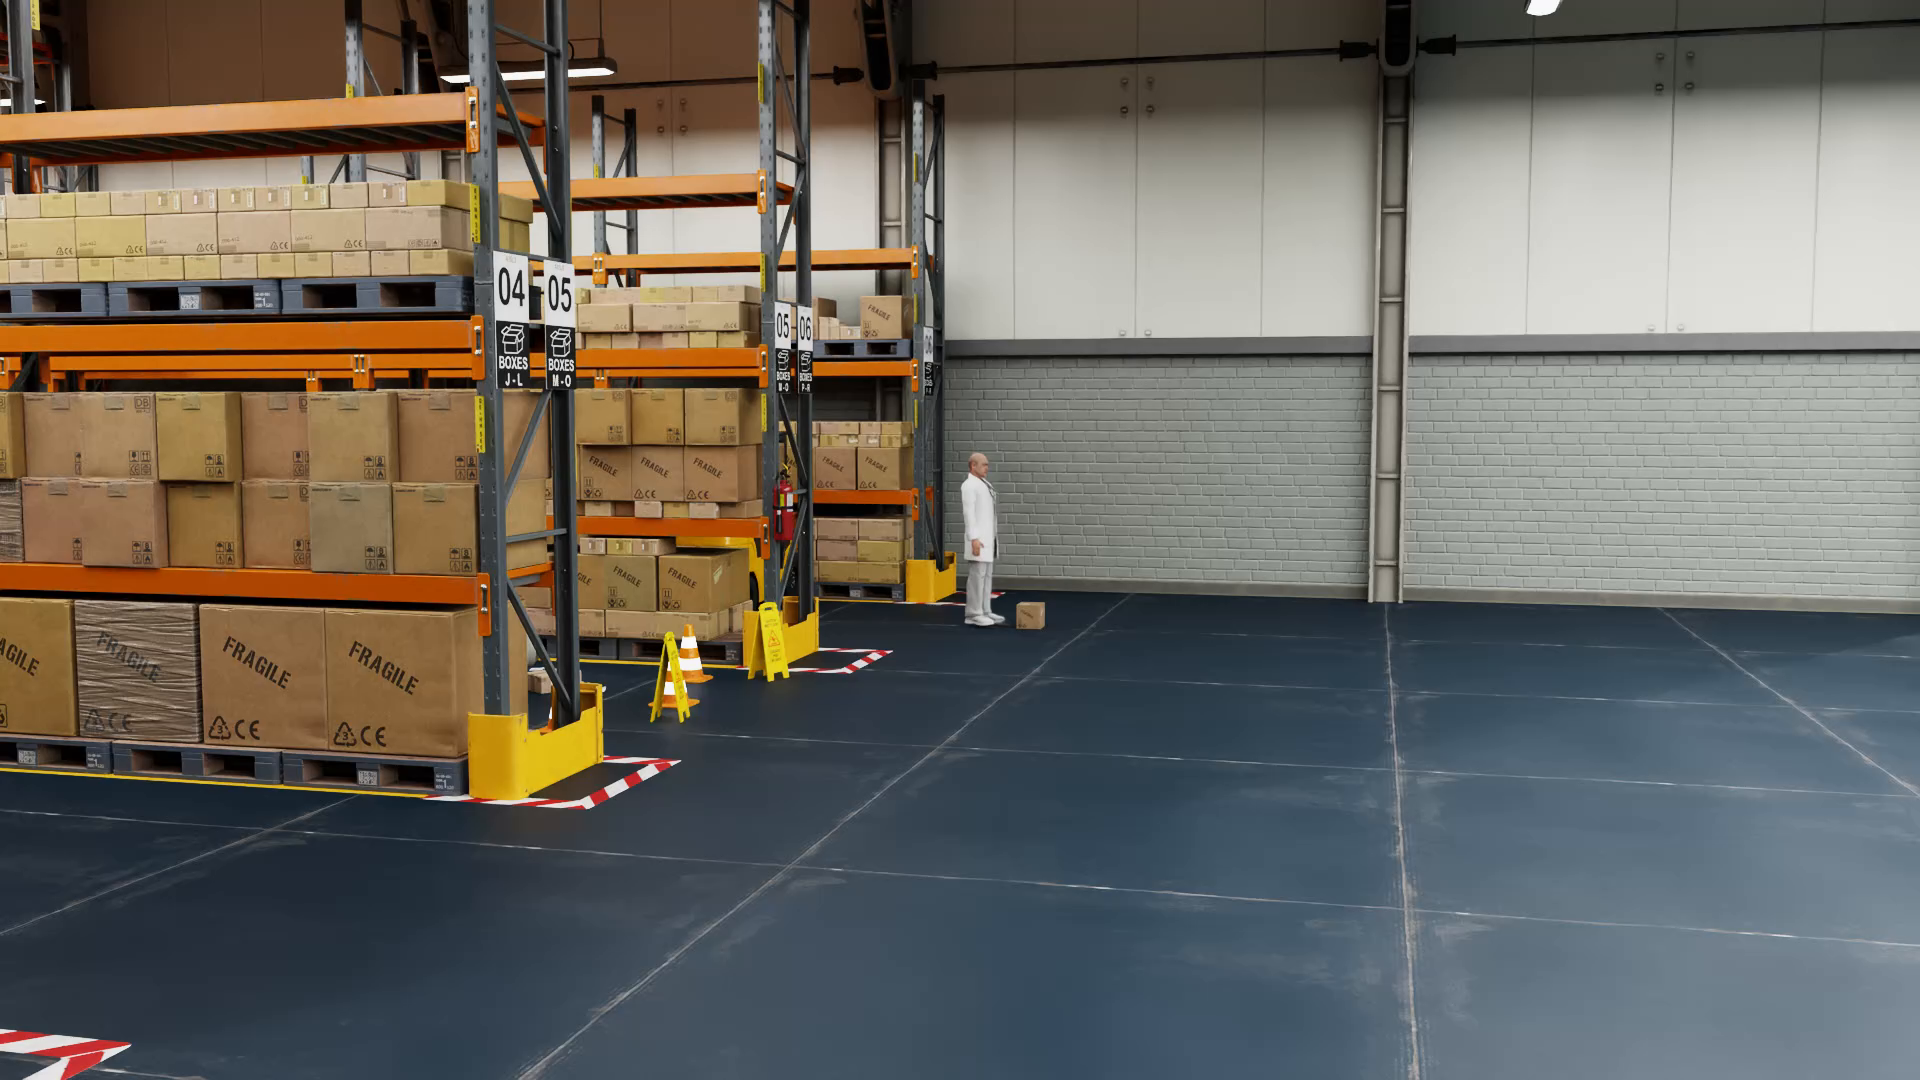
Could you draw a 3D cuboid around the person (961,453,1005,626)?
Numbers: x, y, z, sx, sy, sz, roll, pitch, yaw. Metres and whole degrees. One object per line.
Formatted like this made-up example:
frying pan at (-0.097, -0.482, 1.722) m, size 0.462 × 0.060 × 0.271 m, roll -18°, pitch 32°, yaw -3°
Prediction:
person at (0.240, -0.011, 17.285) m, size 0.386 × 1.782 × 0.588 m, roll 2°, pitch 5°, yaw 19°
